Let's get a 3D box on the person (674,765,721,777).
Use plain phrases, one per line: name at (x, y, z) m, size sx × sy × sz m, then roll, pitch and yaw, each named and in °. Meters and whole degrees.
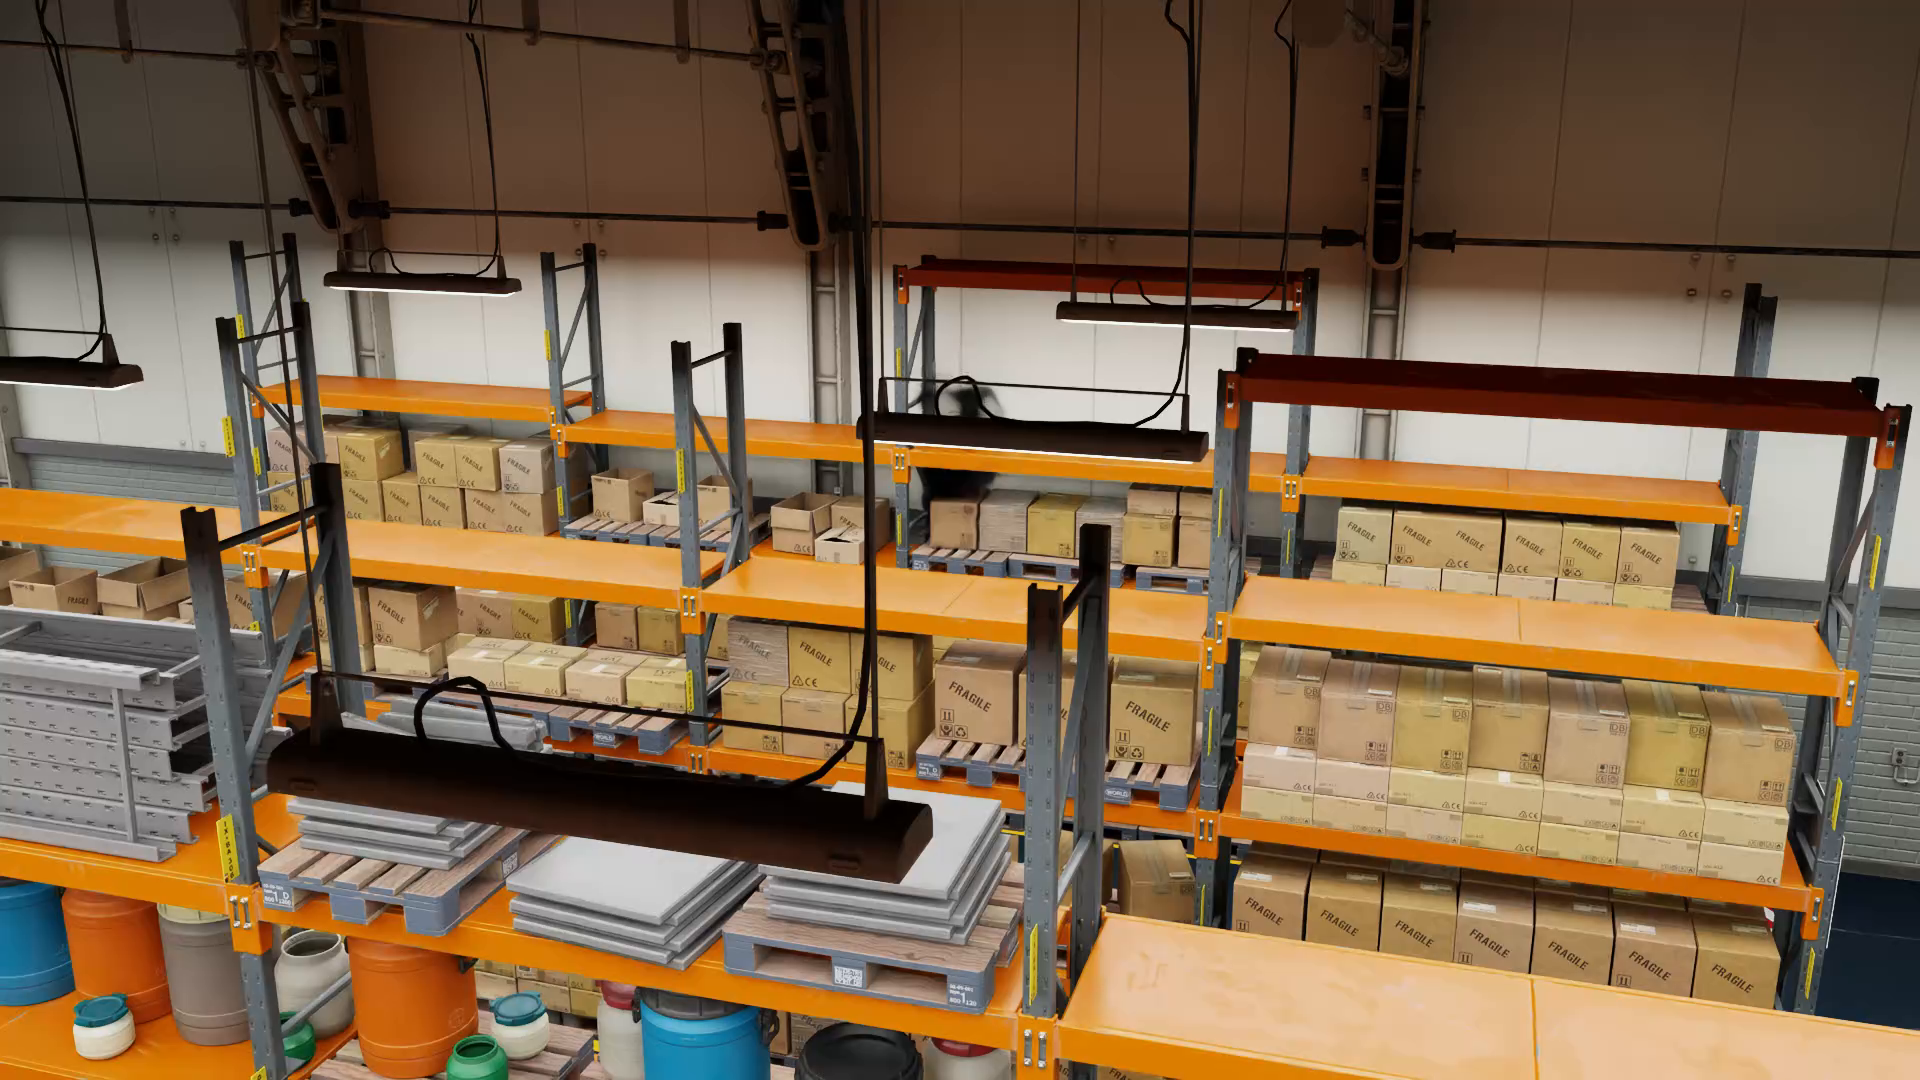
person at (-2.667, 2.726, 16.263) m, size 0.910 × 1.648 × 0.601 m, roll 4°, pitch 17°, yaw 13°
